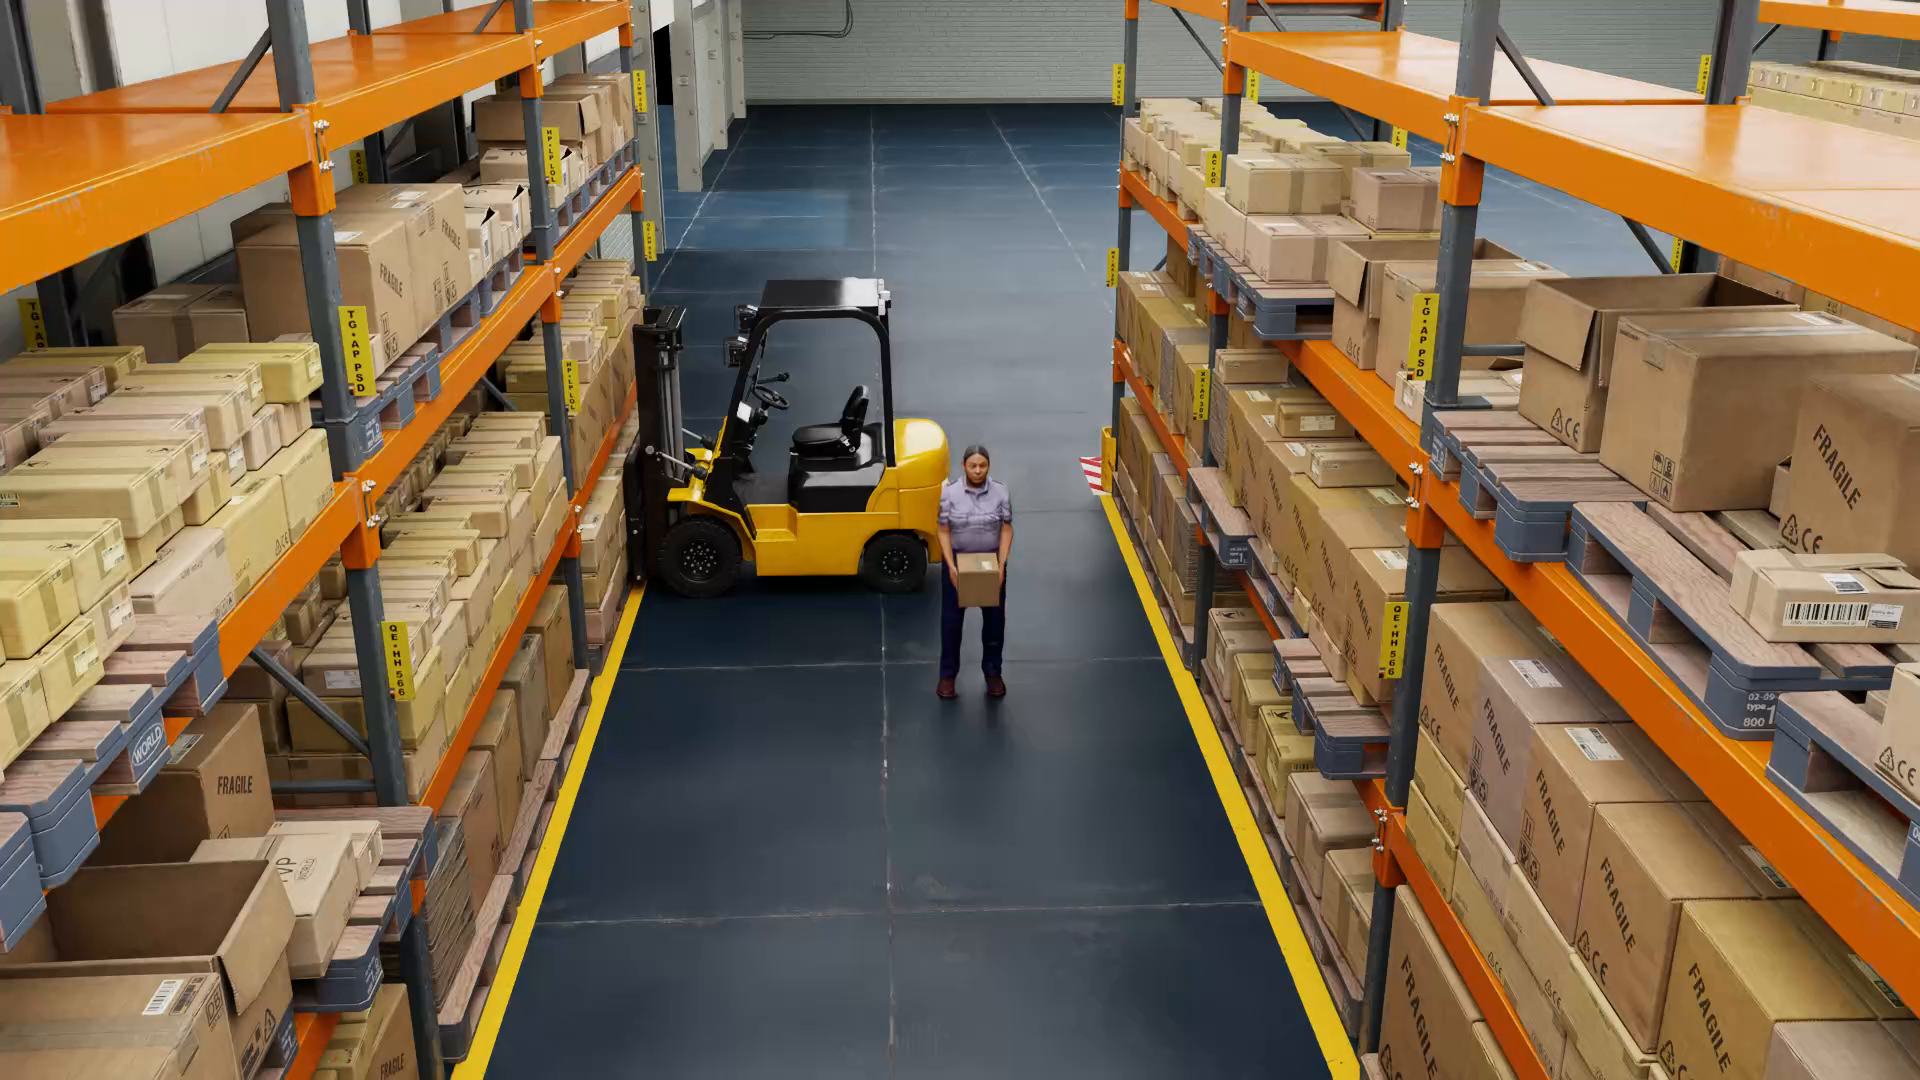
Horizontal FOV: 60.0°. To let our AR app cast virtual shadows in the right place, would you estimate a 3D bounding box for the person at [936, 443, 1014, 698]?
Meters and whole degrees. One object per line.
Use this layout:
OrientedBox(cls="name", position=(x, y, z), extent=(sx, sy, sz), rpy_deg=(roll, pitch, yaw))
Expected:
OrientedBox(cls="person", position=(0.094, 0.199, 10.555), extent=(0.498, 1.653, 0.450), rpy_deg=(-1, 21, -4))
